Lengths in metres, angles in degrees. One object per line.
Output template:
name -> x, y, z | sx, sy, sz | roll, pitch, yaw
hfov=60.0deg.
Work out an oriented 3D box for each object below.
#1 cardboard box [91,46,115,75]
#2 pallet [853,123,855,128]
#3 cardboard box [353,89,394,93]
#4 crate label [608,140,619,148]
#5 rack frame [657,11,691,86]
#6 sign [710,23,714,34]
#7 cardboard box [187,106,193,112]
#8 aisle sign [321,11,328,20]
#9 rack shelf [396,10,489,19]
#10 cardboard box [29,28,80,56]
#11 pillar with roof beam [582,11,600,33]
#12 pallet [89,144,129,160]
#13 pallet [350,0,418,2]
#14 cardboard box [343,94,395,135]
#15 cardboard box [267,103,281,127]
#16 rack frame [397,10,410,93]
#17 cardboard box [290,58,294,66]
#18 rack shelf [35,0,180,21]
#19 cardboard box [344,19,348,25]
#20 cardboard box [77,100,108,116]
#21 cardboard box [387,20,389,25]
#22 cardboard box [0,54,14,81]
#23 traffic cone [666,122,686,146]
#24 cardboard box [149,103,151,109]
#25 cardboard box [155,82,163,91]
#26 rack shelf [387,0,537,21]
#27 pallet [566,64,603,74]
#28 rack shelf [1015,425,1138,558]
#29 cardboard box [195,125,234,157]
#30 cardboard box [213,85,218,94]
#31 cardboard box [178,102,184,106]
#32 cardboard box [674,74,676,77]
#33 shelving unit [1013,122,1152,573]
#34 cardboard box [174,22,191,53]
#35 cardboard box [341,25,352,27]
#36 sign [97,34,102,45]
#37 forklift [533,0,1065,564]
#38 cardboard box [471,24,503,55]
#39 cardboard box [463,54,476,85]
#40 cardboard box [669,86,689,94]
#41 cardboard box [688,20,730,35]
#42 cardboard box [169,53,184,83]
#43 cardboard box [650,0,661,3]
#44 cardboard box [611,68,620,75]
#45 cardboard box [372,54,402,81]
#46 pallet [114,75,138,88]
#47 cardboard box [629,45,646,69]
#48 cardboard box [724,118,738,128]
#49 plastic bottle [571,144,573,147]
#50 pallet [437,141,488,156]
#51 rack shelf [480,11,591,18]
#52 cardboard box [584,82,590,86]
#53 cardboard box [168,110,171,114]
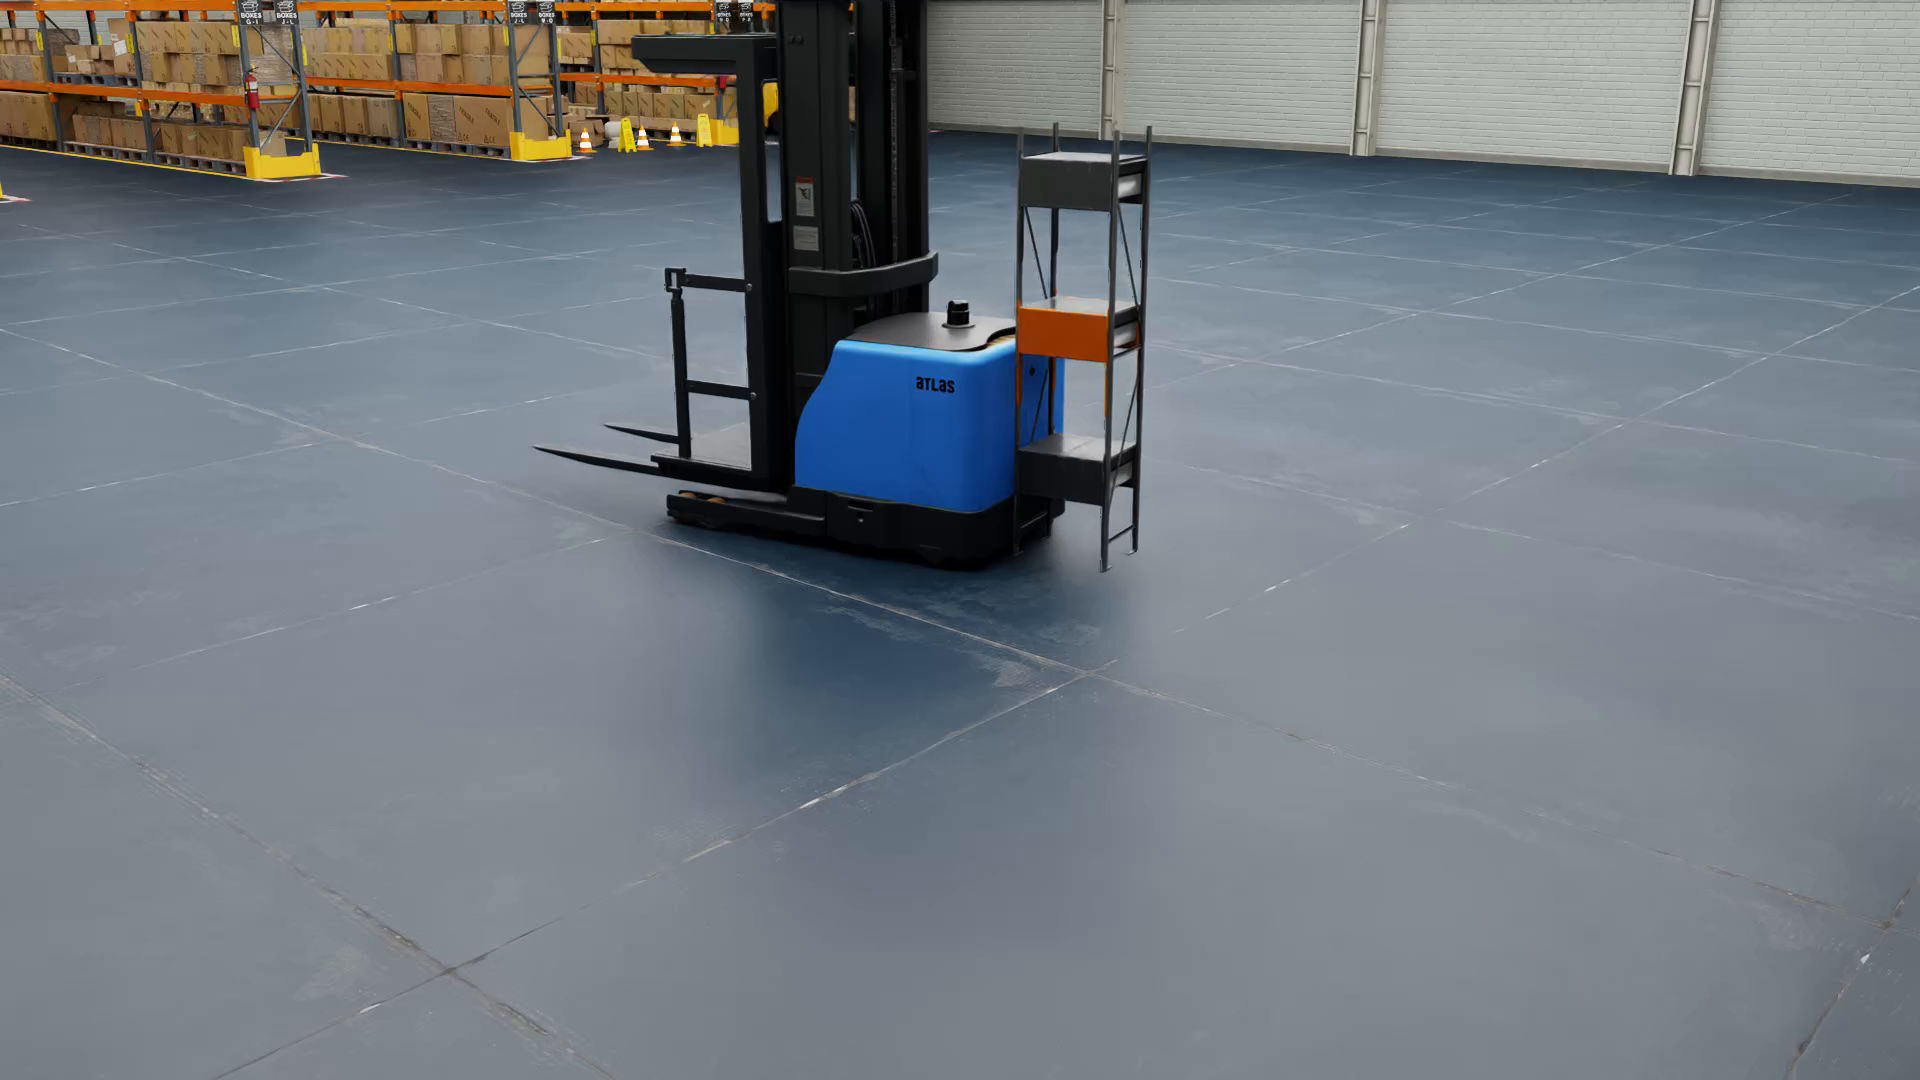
cardboard box -> -15.572, -8.871, 30.739 | 0.797, 0.503, 0.637 | -15, 23, -40
pallet -> -2.861, -9.917, 39.510 | 1.213, 0.211, 1.003 | 15, 23, 39
cardboard box -> -15.361, -11.633, 43.849 | 0.875, 0.438, 0.875 | 16, 24, 41
crate label -> -6.934, -7.987, 33.553 | 0.298, 0.136, 0.250 | 4, 18, 11
rack frame -> -7.336, -12.463, 42.923 | 0.127, 3.000, 1.000 | 15, 23, 39
sign -> -5.028, -10.314, 33.715 | 0.005, 0.325, 0.100 | 15, 23, 39
cardboard box -> -18.025, -10.197, 39.311 | 0.250, 0.149, 0.380 | 16, 23, 41
aisle sign -> -16.858, -14.133, 43.889 | 0.004, 0.787, 0.394 | 15, 23, 39
rack shelf -> -12.124, -12.828, 40.303 | 4.000, 0.370, 1.077 | 15, 23, 39
cardboard box -> -17.742, -9.773, 32.625 | 0.637, 0.503, 0.797 | 16, 24, 41
pillar with roof beam -> -13.108, -15.495, 42.561 | 0.400, 9.000, 9.100 | 15, 23, 39
pallet -> -15.714, -7.366, 31.472 | 1.213, 0.211, 1.003 | 15, 23, 39
pallet -> -11.565, -10.907, 33.379 | 1.217, 0.209, 0.805 | 14, 22, 37
cardboard box -> -12.089, -8.823, 34.477 | 0.750, 0.750, 1.050 | 15, 23, 39
cardboard box -> -14.890, -9.386, 36.665 | 0.500, 0.500, 0.500 | 16, 24, 41
rack frame -> -13.620, -12.142, 41.913 | 0.127, 3.000, 1.000 | 15, 23, 39
cardboard box -> -14.512, -10.274, 35.749 | 0.250, 0.149, 0.380 | 16, 23, 40
rack shelf -> -15.710, -9.782, 30.707 | 4.000, 0.370, 1.077 | 15, 23, 39
cardboard box -> -15.728, -13.441, 43.114 | 0.250, 0.149, 0.380 | 15, 23, 40
cardboard box -> -16.685, -8.345, 32.113 | 0.500, 0.250, 0.500 | 16, 24, 41
cardboard box -> -14.187, -13.043, 41.861 | 0.250, 0.149, 0.380 | 16, 23, 41
cardboard box -> -18.879, -9.495, 33.406 | 0.500, 0.500, 0.500 | 16, 23, 40
traffic cone -> -5.822, -8.318, 34.057 | 0.334, 0.463, 0.336 | 15, 23, 39
cardboard box -> -19.600, -10.625, 40.659 | 0.250, 0.149, 0.380 | 16, 24, 41
cardboard box -> -13.869, -7.966, 29.169 | 0.250, 0.149, 0.380 | 15, 23, 39
rack shelf -> -9.350, -10.081, 31.649 | 4.000, 0.370, 1.077 | 15, 23, 39
pallet -> -8.111, -10.631, 37.468 | 1.213, 0.211, 1.003 | 15, 23, 39
rack shelf -> 0.584, -0.249, 8.284 | 0.480, 0.518, 0.431 | 10, 20, 28
cardboard box -> -12.992, -6.993, 29.126 | 0.500, 0.500, 0.500 | 13, 22, 34
cardboard box -> -12.317, -7.584, 27.964 | 0.250, 0.149, 0.380 | 15, 23, 39
cardboard box -> -18.293, -10.385, 39.410 | 0.250, 0.149, 0.380 | 14, 22, 37
cardboard box -> -5.818, -9.850, 35.105 | 0.250, 0.149, 0.380 | 15, 23, 40
shelving unit -> 0.584, -0.929, 8.068 | 0.503, 2.100, 0.431 | 10, 20, 28
cardboard box -> -12.916, -8.514, 28.169 | 0.500, 0.500, 0.500 | 15, 23, 39
cardboard box -> -15.660, -13.105, 43.129 | 0.500, 0.500, 0.500 | 15, 23, 39
sign -> -16.853, -9.736, 32.547 | 0.005, 0.325, 0.100 | 15, 23, 39
forklift -> -0.979, -1.583, 8.755 | 3.031, 2.935, 1.130 | 10, 20, 28
cardboard box -> -8.579, -9.352, 31.087 | 0.550, 0.550, 0.875 | 15, 23, 39
cardboard box -> -8.923, -8.975, 31.684 | 0.550, 0.550, 0.875 | 15, 23, 39
cardboard box -> -5.922, -9.501, 35.129 | 0.250, 0.149, 0.380 | 16, 23, 40
cardboard box -> -5.171, -10.452, 34.277 | 0.500, 0.500, 0.700 | 14, 23, 38
cardboard box -> -13.127, -8.193, 28.812 | 0.500, 0.500, 0.875 | 15, 23, 39
cardboard box -> -6.275, -11.350, 34.872 | 0.250, 0.149, 0.380 | 15, 23, 39
cardboard box -> -7.390, -10.242, 36.339 | 0.250, 0.149, 0.380 | 16, 24, 41
cardboard box -> -11.414, -9.488, 33.383 | 0.500, 0.500, 0.500 | 15, 23, 39
pallet -> -14.689, -8.389, 30.403 | 1.213, 0.211, 1.003 | 15, 23, 39
cardboard box -> -6.734, -10.375, 35.687 | 0.500, 0.500, 0.500 | 15, 23, 39
cardboard box -> -5.064, -8.847, 35.381 | 0.500, 0.250, 0.500 | 15, 23, 39
plastic bottle -> -7.991, -7.982, 33.660 | 0.283, 0.061, 0.133 | 7, 19, 21
pallet -> -9.413, -7.651, 32.372 | 1.213, 0.211, 1.003 | 15, 23, 39
rack shelf -> -11.824, -14.755, 46.375 | 4.000, 0.370, 1.077 | 15, 23, 39
cardboard box -> -9.978, -12.414, 45.134 | 0.250, 0.149, 0.380 | 14, 23, 38
cardboard box -> -18.829, -10.281, 40.066 | 0.250, 0.149, 0.380 | 15, 23, 39
